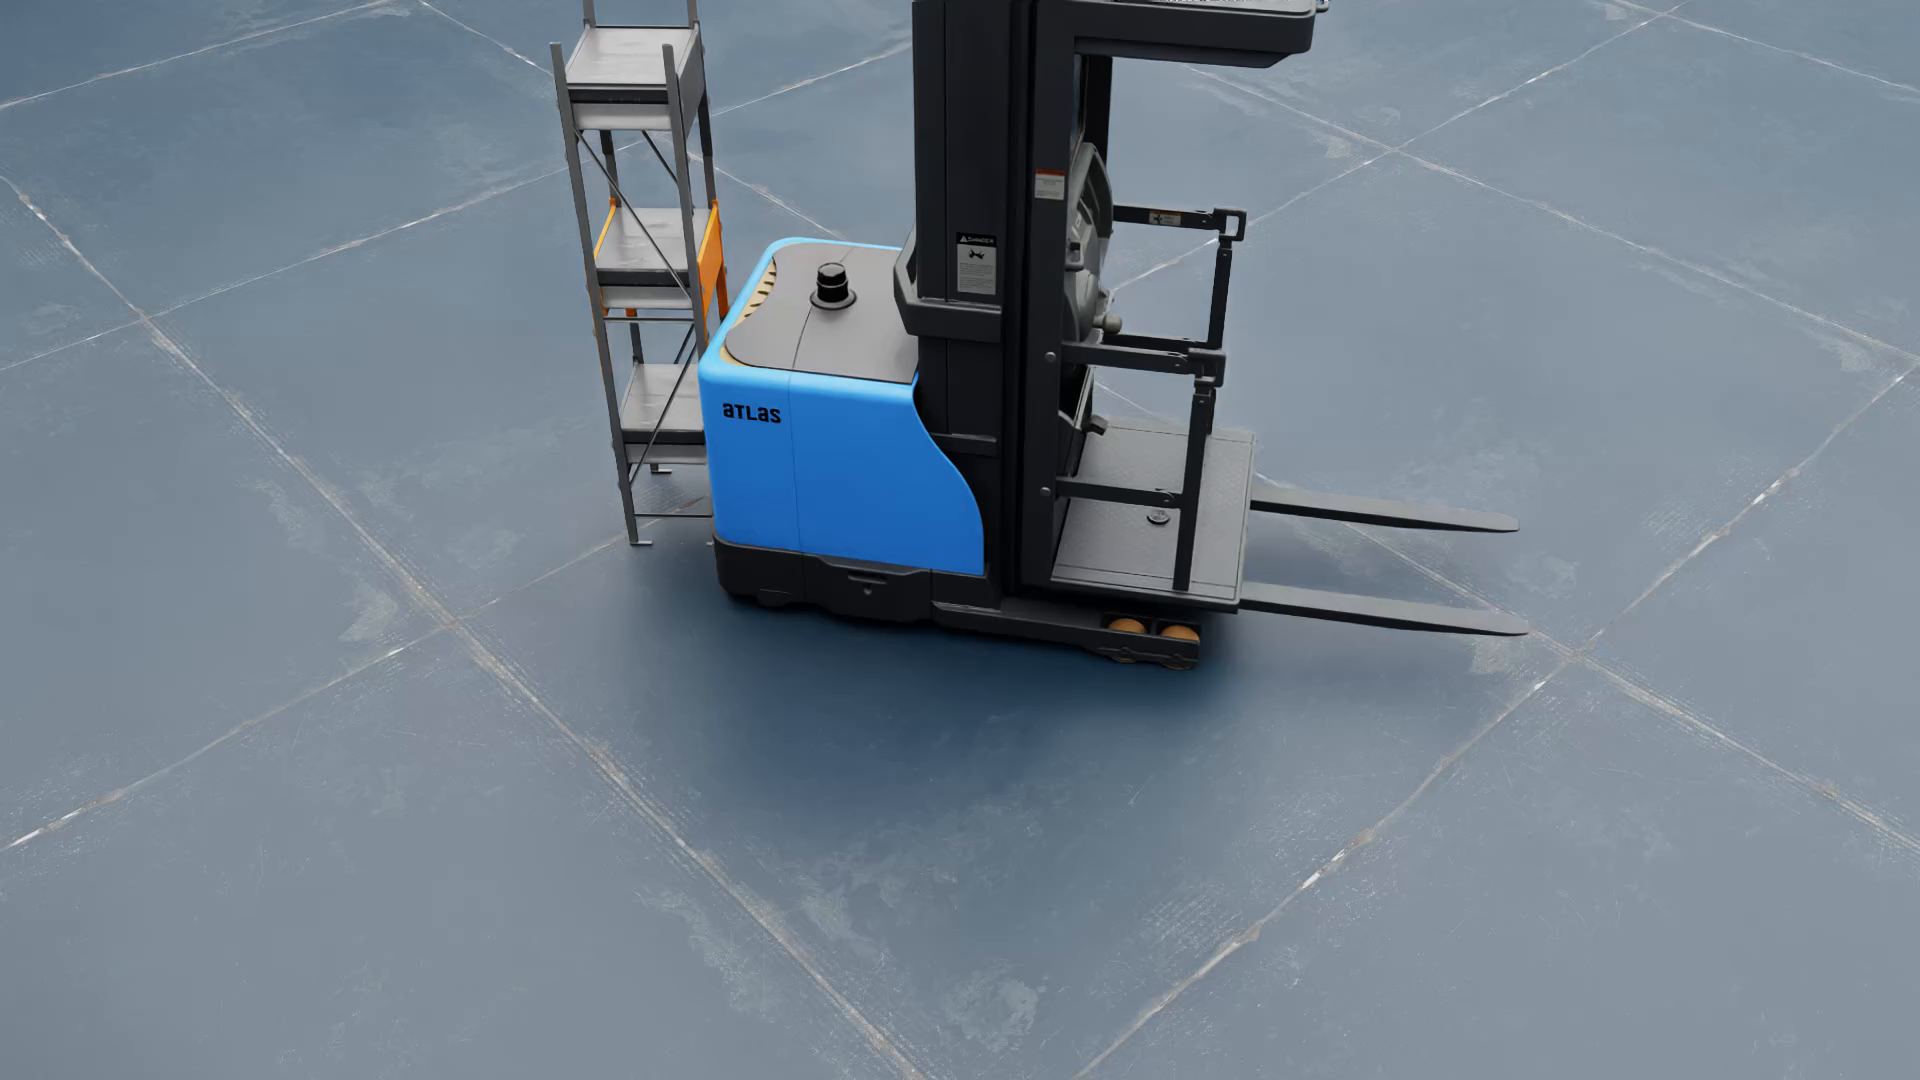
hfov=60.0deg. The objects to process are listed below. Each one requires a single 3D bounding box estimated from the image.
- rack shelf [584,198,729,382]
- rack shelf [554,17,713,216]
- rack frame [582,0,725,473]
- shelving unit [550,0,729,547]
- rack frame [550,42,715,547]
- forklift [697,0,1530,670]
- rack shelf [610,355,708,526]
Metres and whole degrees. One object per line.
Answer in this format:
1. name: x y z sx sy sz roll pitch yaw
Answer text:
1. rack shelf: -1.127 -0.940 6.264 0.431 0.518 0.480 1 39 1
2. rack shelf: -1.127 -1.485 5.825 0.431 0.518 0.480 1 39 1
3. rack frame: -1.121 -1.104 6.446 0.400 2.100 0.015 1 39 1
4. shelving unit: -1.127 -0.951 6.256 0.431 2.100 0.503 1 39 1
5. rack frame: -1.134 -0.797 6.066 0.400 2.100 0.015 1 39 1
6. forklift: 0.630 -1.025 5.686 3.031 2.935 1.130 7 39 9
7. rack shelf: -1.127 -0.395 6.704 0.431 0.518 0.480 1 39 1
